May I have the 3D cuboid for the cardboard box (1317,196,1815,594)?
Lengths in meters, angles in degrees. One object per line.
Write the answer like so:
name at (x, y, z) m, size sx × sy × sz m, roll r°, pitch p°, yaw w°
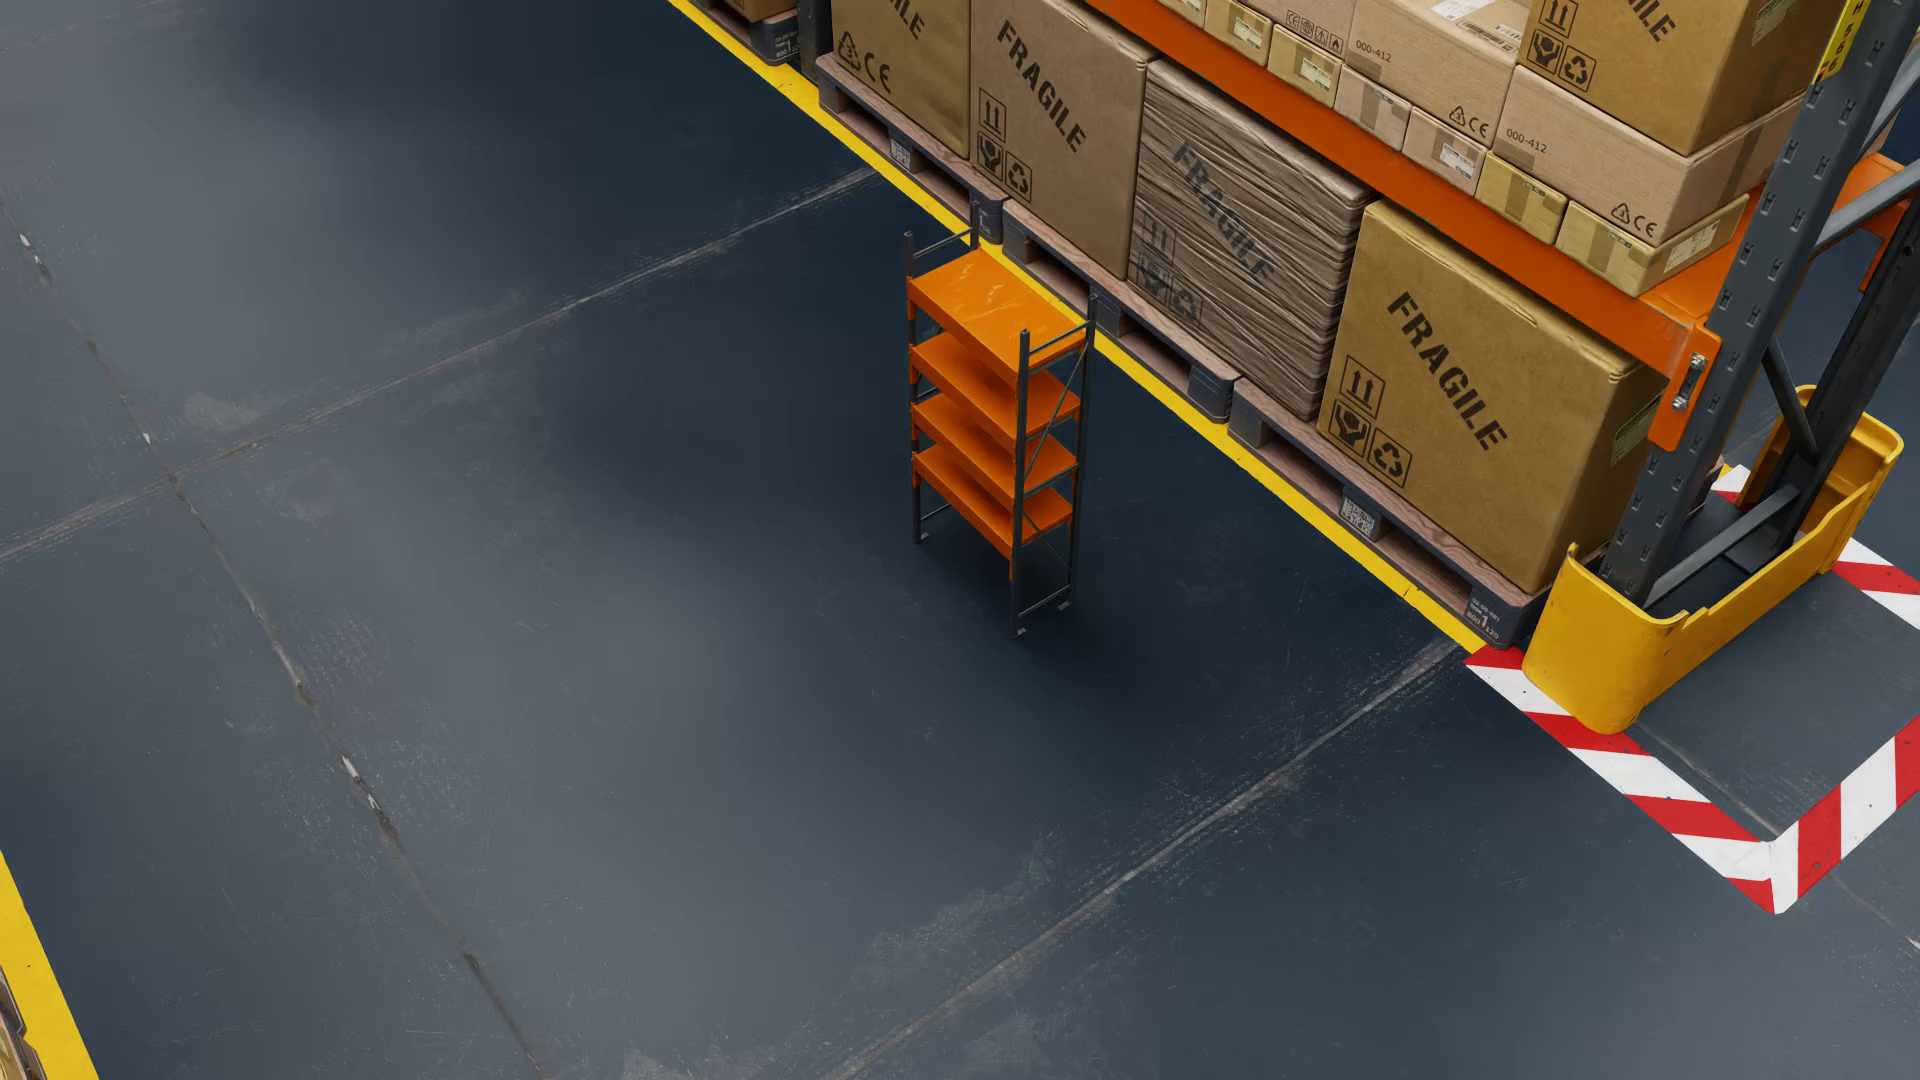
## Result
cardboard box at (1.734, -0.577, 4.899) m, size 0.875 × 0.875 × 0.875 m, roll -29°, pitch 54°, yaw -24°

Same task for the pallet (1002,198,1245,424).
pallet at (0.905, -1.027, 6.039) m, size 1.003 × 0.211 × 1.213 m, roll -29°, pitch 54°, yaw -24°

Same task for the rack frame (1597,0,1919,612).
rack frame at (2.186, -0.808, 3.958) m, size 1.000 × 3.000 × 0.127 m, roll -29°, pitch 54°, yaw -24°

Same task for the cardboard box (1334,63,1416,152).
cardboard box at (1.247, -1.236, 4.515) m, size 0.380 × 0.149 × 0.250 m, roll -29°, pitch 54°, yaw -23°

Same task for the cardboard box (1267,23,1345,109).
cardboard box at (1.088, -1.388, 4.653) m, size 0.380 × 0.149 × 0.250 m, roll -31°, pitch 55°, yaw -25°

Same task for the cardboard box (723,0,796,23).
cardboard box at (-0.640, -2.963, 7.062) m, size 1.225 × 0.875 × 0.875 m, roll -29°, pitch 54°, yaw -24°

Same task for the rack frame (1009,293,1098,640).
rack frame at (0.248, -0.162, 4.587) m, size 0.240 × 1.200 × 0.015 m, roll -29°, pitch 54°, yaw -24°

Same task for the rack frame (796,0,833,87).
rack frame at (-0.236, -3.167, 6.096) m, size 1.000 × 3.000 × 0.127 m, roll -29°, pitch 54°, yaw -24°

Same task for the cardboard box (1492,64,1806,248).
cardboard box at (1.681, -1.025, 4.055) m, size 0.500 × 0.250 × 0.500 m, roll -30°, pitch 55°, yaw -25°

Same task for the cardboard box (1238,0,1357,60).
cardboard box at (1.066, -1.624, 4.598) m, size 0.500 × 0.250 × 0.500 m, roll -31°, pitch 55°, yaw -25°

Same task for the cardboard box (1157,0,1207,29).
cardboard box at (0.783, -1.688, 4.925) m, size 0.380 × 0.149 × 0.250 m, roll -28°, pitch 54°, yaw -23°

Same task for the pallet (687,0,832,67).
pallet at (-0.763, -2.652, 7.511) m, size 1.003 × 0.211 × 1.213 m, roll -29°, pitch 54°, yaw -24°

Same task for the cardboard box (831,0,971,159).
cardboard box at (0.100, -2.169, 6.343) m, size 0.875 × 0.875 × 0.875 m, roll -29°, pitch 54°, yaw -24°

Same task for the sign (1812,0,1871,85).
sign at (1.745, -1.042, 3.228) m, size 0.100 × 0.325 × 0.005 m, roll -29°, pitch 54°, yaw -24°

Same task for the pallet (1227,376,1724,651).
pallet at (1.639, -0.308, 5.387) m, size 1.003 × 0.211 × 1.213 m, roll -29°, pitch 54°, yaw -24°

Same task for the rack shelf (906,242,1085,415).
rack shelf at (0.100, -0.569, 4.426) m, size 0.258 × 0.148 × 0.480 m, roll -29°, pitch 54°, yaw -24°

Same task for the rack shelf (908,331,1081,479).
rack shelf at (0.100, -0.410, 4.601) m, size 0.258 × 0.148 × 0.480 m, roll -29°, pitch 54°, yaw -24°

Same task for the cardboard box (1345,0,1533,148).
cardboard box at (1.374, -1.324, 4.326) m, size 0.500 × 0.250 × 0.500 m, roll -30°, pitch 55°, yaw -25°

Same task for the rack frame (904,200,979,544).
rack frame at (-0.048, -0.449, 4.847) m, size 0.240 × 1.200 × 0.015 m, roll -29°, pitch 54°, yaw -24°

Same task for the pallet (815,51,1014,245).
pallet at (0.162, -1.747, 6.691) m, size 1.003 × 0.211 × 1.213 m, roll -29°, pitch 54°, yaw -24°

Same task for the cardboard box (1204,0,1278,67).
cardboard box at (0.931, -1.541, 4.792) m, size 0.380 × 0.149 × 0.250 m, roll -29°, pitch 54°, yaw -24°

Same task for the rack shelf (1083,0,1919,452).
rack shelf at (0.975, -1.746, 5.294) m, size 1.077 × 0.370 × 4.000 m, roll -29°, pitch 54°, yaw -24°

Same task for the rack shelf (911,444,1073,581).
rack shelf at (0.100, -0.127, 4.914) m, size 0.258 × 0.148 × 0.480 m, roll -29°, pitch 54°, yaw -24°

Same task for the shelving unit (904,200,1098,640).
shelving unit at (0.100, -0.305, 4.717) m, size 0.258 × 1.200 × 0.503 m, roll -29°, pitch 54°, yaw -24°

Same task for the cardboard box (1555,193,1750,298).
cardboard box at (1.708, -0.786, 4.108) m, size 0.380 × 0.149 × 0.250 m, roll -28°, pitch 54°, yaw -23°

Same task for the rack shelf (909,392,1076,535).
rack shelf at (0.100, -0.260, 4.767) m, size 0.258 × 0.148 × 0.480 m, roll -29°, pitch 54°, yaw -24°

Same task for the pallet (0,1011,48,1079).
pallet at (-2.333, 1.754, 3.518) m, size 1.003 × 0.211 × 1.213 m, roll -29°, pitch 54°, yaw -24°

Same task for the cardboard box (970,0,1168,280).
cardboard box at (0.645, -1.639, 5.862) m, size 0.875 × 0.875 × 0.875 m, roll -29°, pitch 54°, yaw -24°

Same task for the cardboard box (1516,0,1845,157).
cardboard box at (1.681, -1.279, 3.779) m, size 0.500 × 0.500 × 0.500 m, roll -29°, pitch 54°, yaw -24°

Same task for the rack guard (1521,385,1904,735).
rack guard at (2.200, 0.045, 4.872) m, size 1.175 × 0.500 × 0.348 m, roll -29°, pitch 54°, yaw -24°

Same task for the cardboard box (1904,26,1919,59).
cardboard box at (2.110, -1.262, 4.270) m, size 0.500 × 0.250 × 0.500 m, roll -31°, pitch 55°, yaw -25°

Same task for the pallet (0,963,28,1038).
pallet at (-3.067, 1.035, 4.169) m, size 1.003 × 0.211 × 1.213 m, roll -29°, pitch 54°, yaw -24°

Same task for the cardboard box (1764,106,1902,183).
cardboard box at (2.233, -1.081, 4.375) m, size 0.380 × 0.149 × 0.250 m, roll -29°, pitch 54°, yaw -24°

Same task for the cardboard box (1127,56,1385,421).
cardboard box at (1.183, -1.114, 5.386) m, size 0.875 × 0.875 × 0.875 m, roll -29°, pitch 54°, yaw -24°

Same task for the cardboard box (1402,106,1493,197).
cardboard box at (1.397, -1.088, 4.381) m, size 0.380 × 0.149 × 0.250 m, roll -29°, pitch 54°, yaw -24°

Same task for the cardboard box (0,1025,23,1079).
cardboard box at (-2.333, 1.260, 3.724) m, size 0.380 × 0.149 × 0.250 m, roll -29°, pitch 54°, yaw -24°

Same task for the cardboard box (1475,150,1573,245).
cardboard box at (1.549, -0.939, 4.246) m, size 0.380 × 0.149 × 0.250 m, roll -29°, pitch 54°, yaw -24°
